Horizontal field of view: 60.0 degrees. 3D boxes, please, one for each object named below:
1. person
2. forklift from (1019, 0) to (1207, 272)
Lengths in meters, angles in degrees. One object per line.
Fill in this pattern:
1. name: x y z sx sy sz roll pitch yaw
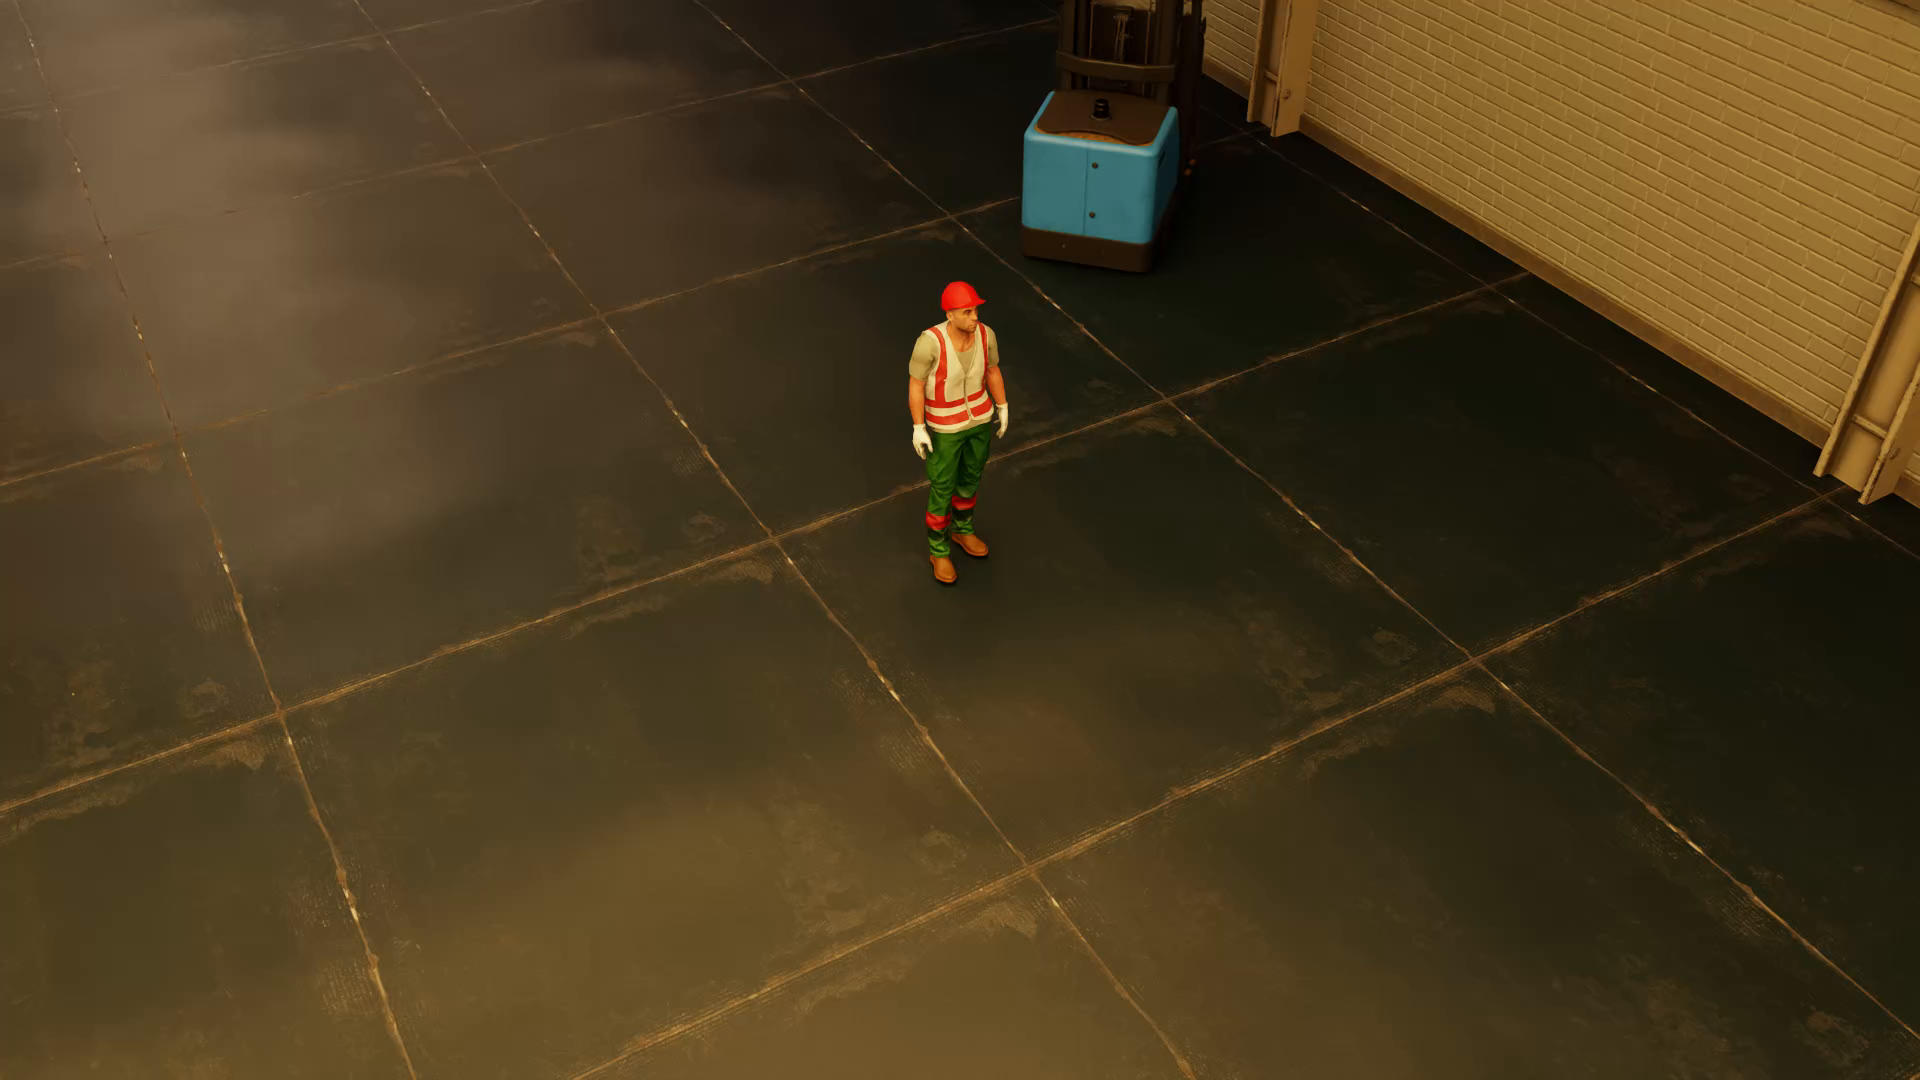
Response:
1. person: 0.031 -0.646 9.699 0.638 1.789 0.562 -20 44 -23
2. forklift: 1.378 -4.117 13.000 1.130 2.935 3.031 11 41 13
